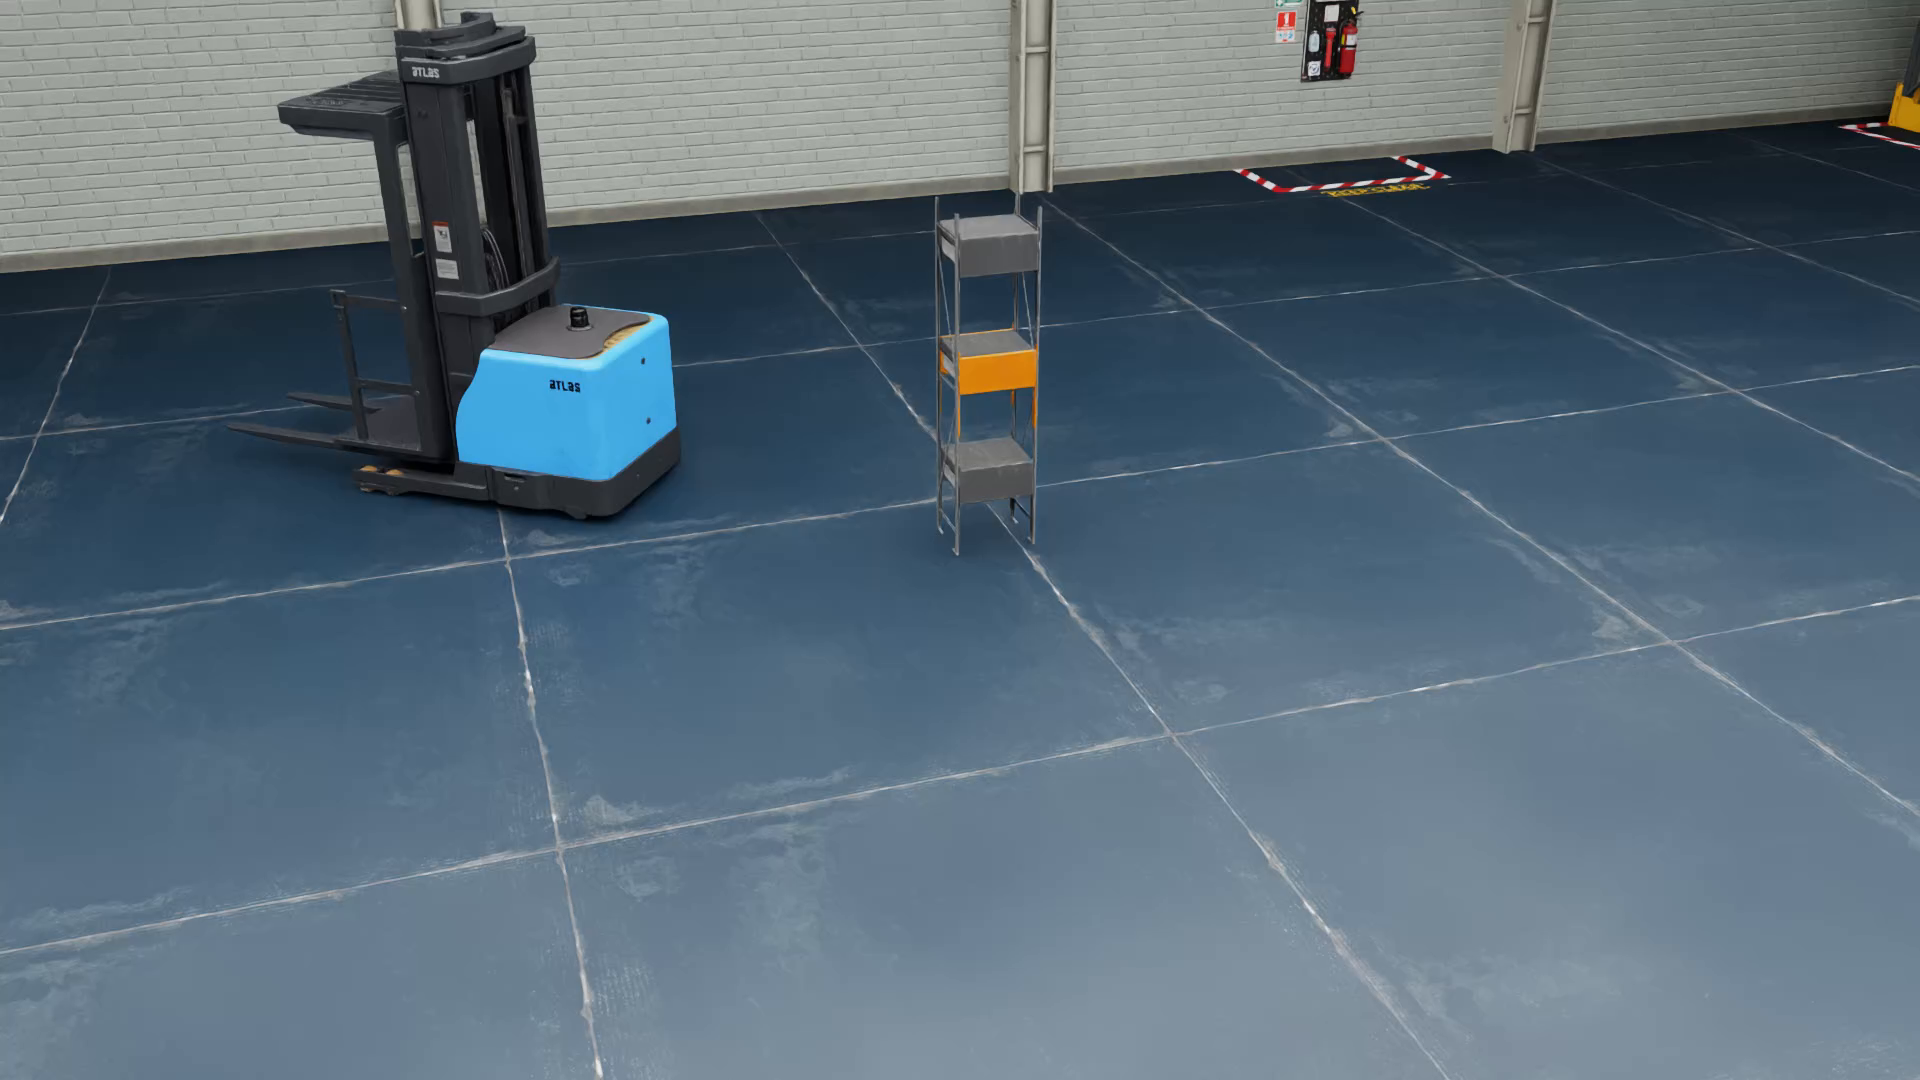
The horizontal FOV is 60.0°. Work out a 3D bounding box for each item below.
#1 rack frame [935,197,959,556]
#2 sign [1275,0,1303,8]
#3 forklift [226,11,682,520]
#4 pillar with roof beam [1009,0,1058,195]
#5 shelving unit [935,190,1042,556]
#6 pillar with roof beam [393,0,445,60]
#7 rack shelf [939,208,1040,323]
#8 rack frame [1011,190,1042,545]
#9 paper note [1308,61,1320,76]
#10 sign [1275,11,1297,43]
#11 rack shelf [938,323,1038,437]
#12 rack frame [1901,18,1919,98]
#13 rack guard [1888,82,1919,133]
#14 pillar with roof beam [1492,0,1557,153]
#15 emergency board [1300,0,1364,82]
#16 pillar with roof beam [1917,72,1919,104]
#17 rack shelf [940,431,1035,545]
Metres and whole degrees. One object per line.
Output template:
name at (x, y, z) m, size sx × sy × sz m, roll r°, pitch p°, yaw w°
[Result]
rack frame at (-0.075, -0.930, 9.761) m, size 0.015 × 2.100 × 0.400 m, roll -8°, pitch 28°, yaw -16°
sign at (3.550, -5.810, 17.943) m, size 0.331 × 0.109 × 0.001 m, roll -8°, pitch 28°, yaw -16°
forklift at (-3.450, -1.816, 10.611) m, size 3.031 × 2.935 × 1.130 m, roll 8°, pitch 28°, yaw 16°
pillar with roof beam at (2.090, -5.957, 12.129) m, size 0.400 × 9.000 × 9.100 m, roll -8°, pitch 28°, yaw -16°
shelving unit at (0.157, -0.963, 9.829) m, size 0.503 × 2.100 × 0.431 m, roll -8°, pitch 28°, yaw -16°
pillar with roof beam at (-3.615, -5.131, 10.465) m, size 0.400 × 9.000 × 9.100 m, roll -8°, pitch 28°, yaw -16°
rack shelf at (0.157, -1.578, 9.524) m, size 0.480 × 0.518 × 0.431 m, roll -8°, pitch 28°, yaw -16°
rack frame at (0.389, -0.997, 9.897) m, size 0.015 × 2.100 × 0.400 m, roll -8°, pitch 28°, yaw -16°
paper note at (3.910, -5.202, 18.346) m, size 0.142 × 0.148 × 0.016 m, roll -8°, pitch 28°, yaw -16°
sign at (3.542, -5.575, 18.067) m, size 0.234 × 0.329 × 0.001 m, roll -8°, pitch 28°, yaw -16°
rack shelf at (0.157, -0.951, 9.835) m, size 0.480 × 0.518 × 0.431 m, roll -8°, pitch 28°, yaw -16°
rack frame at (11.769, -6.280, 19.527) m, size 0.127 × 3.000 × 1.000 m, roll -8°, pitch 28°, yaw -16°
rack guard at (11.841, -5.171, 20.104) m, size 0.348 × 0.500 × 1.175 m, roll -8°, pitch 28°, yaw -16°
pillar with roof beam at (7.795, -6.783, 13.793) m, size 0.400 × 9.000 × 9.100 m, roll -8°, pitch 28°, yaw -16°
emergency board at (4.100, -5.592, 18.141) m, size 0.643 × 1.169 × 0.194 m, roll -8°, pitch 28°, yaw -16°
pillar with roof beam at (13.500, -7.609, 15.457) m, size 0.400 × 9.000 × 9.100 m, roll -8°, pitch 28°, yaw -16°
rack shelf at (0.157, -0.324, 10.146) m, size 0.480 × 0.518 × 0.431 m, roll -8°, pitch 28°, yaw -16°
